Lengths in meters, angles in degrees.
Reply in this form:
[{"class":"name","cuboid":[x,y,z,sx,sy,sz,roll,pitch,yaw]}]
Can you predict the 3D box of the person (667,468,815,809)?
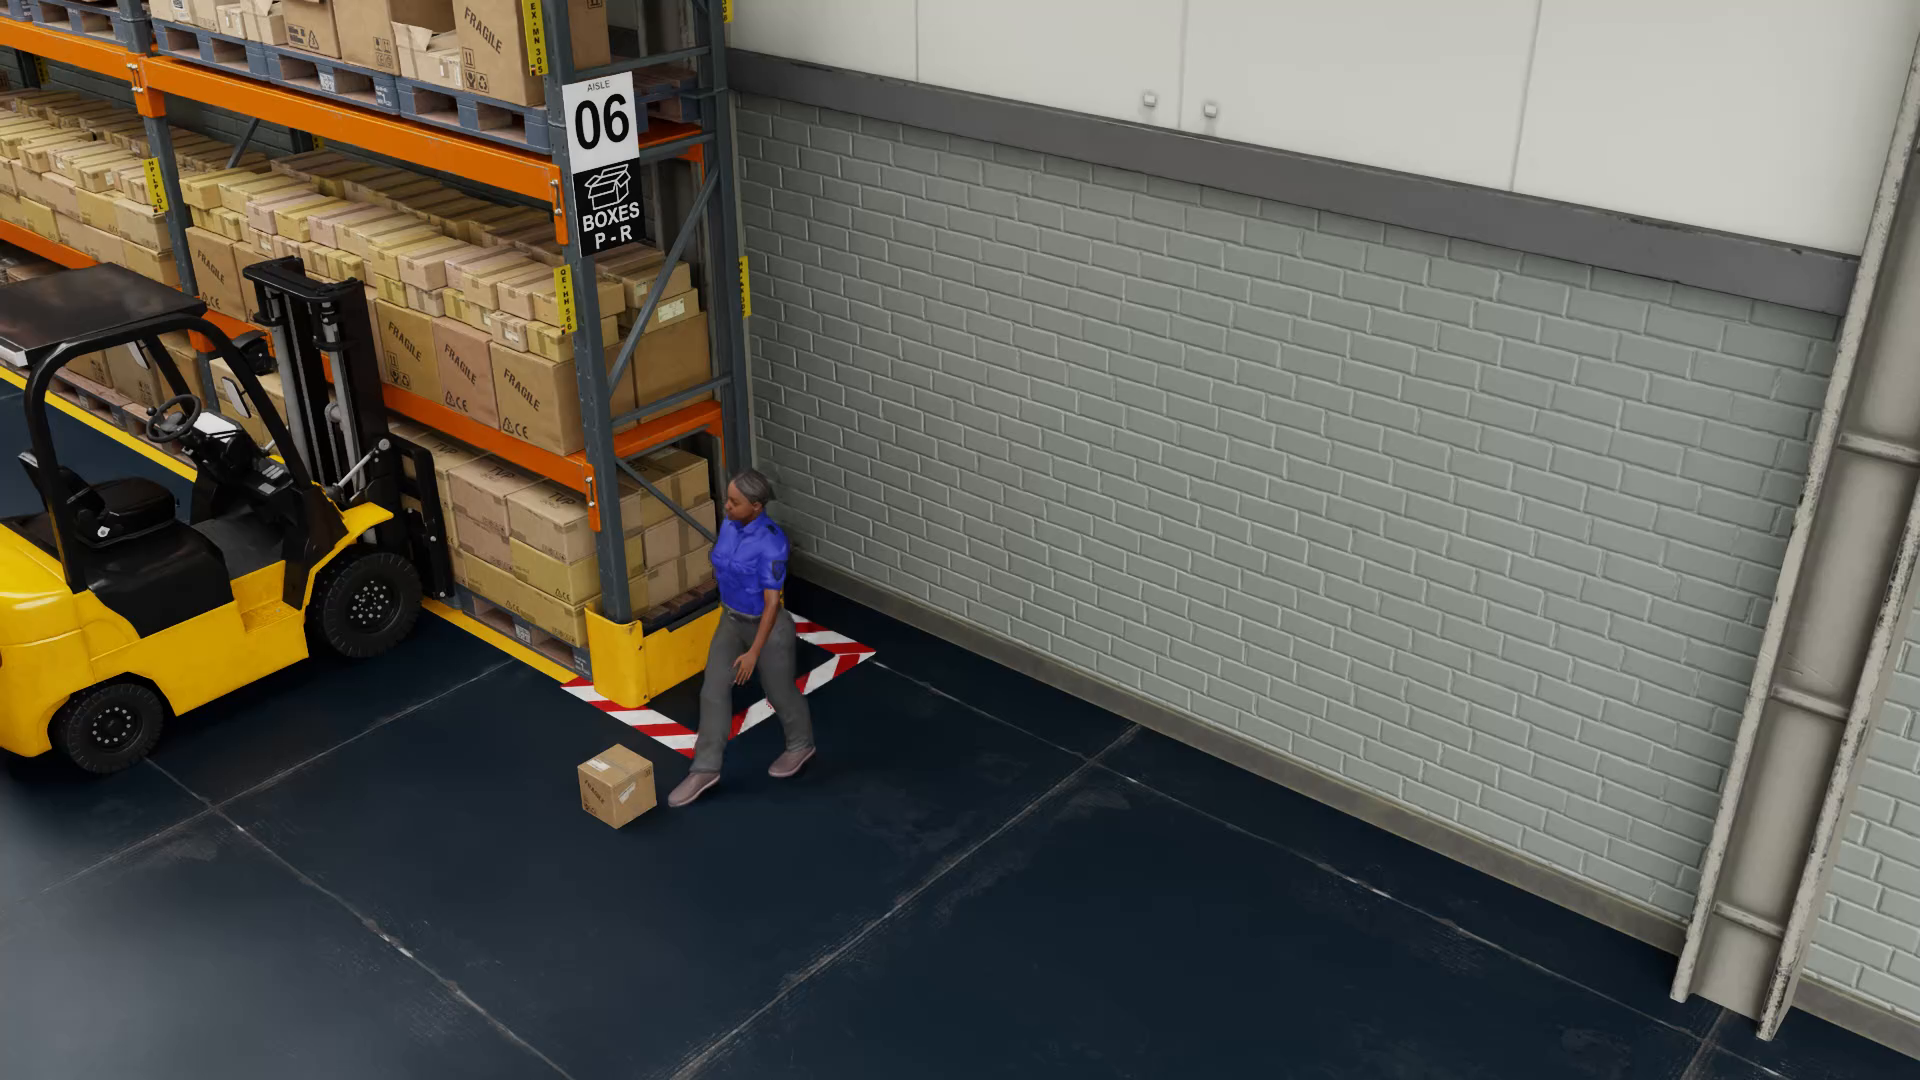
[{"class":"person","cuboid":[-1.019,0.462,7.721,0.461,1.661,0.748,21,34,35]}]
